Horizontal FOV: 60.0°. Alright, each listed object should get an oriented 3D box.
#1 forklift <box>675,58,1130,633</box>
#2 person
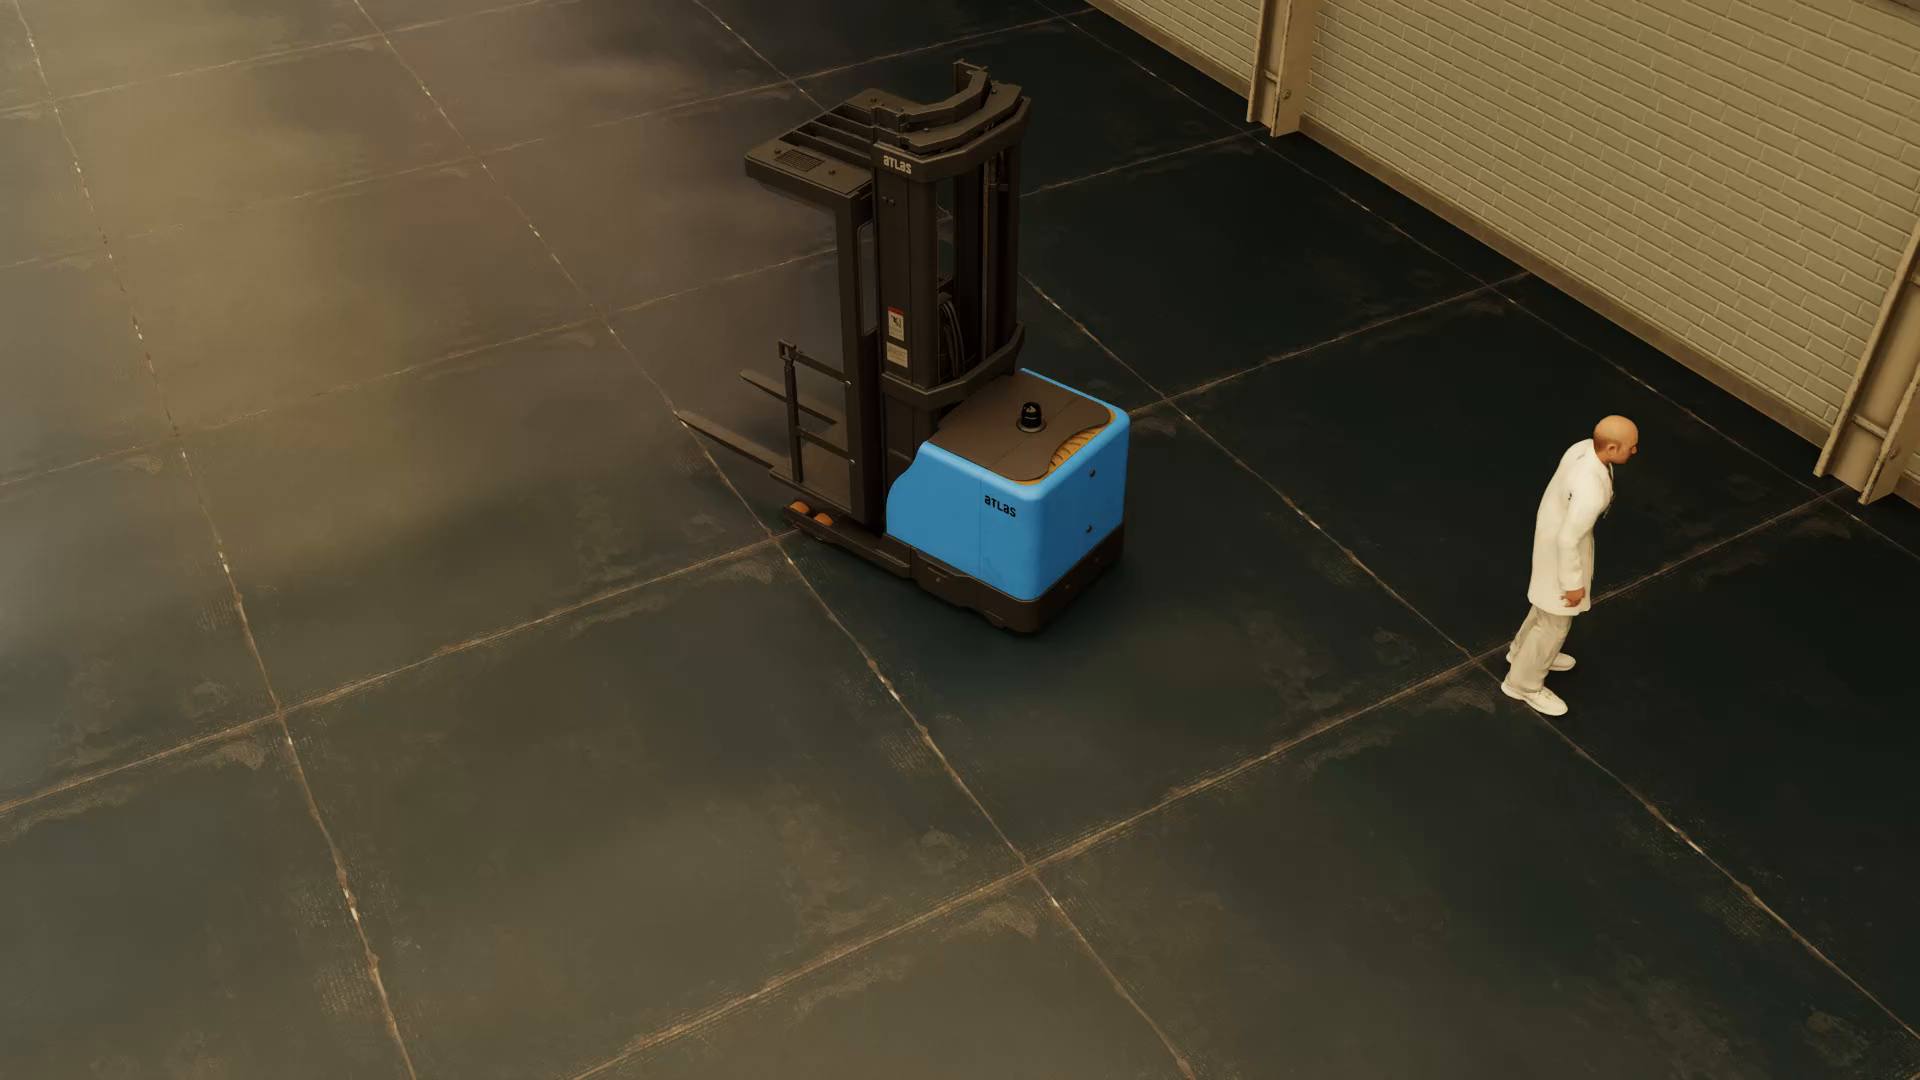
[{"bbox_3d":[-0.481,-1.366,9.683,3.031,2.935,1.130,26,46,28],"label":"forklift"},{"bbox_3d":[3.241,0.086,8.839,0.425,1.775,0.644,13,41,15],"label":"person"}]
